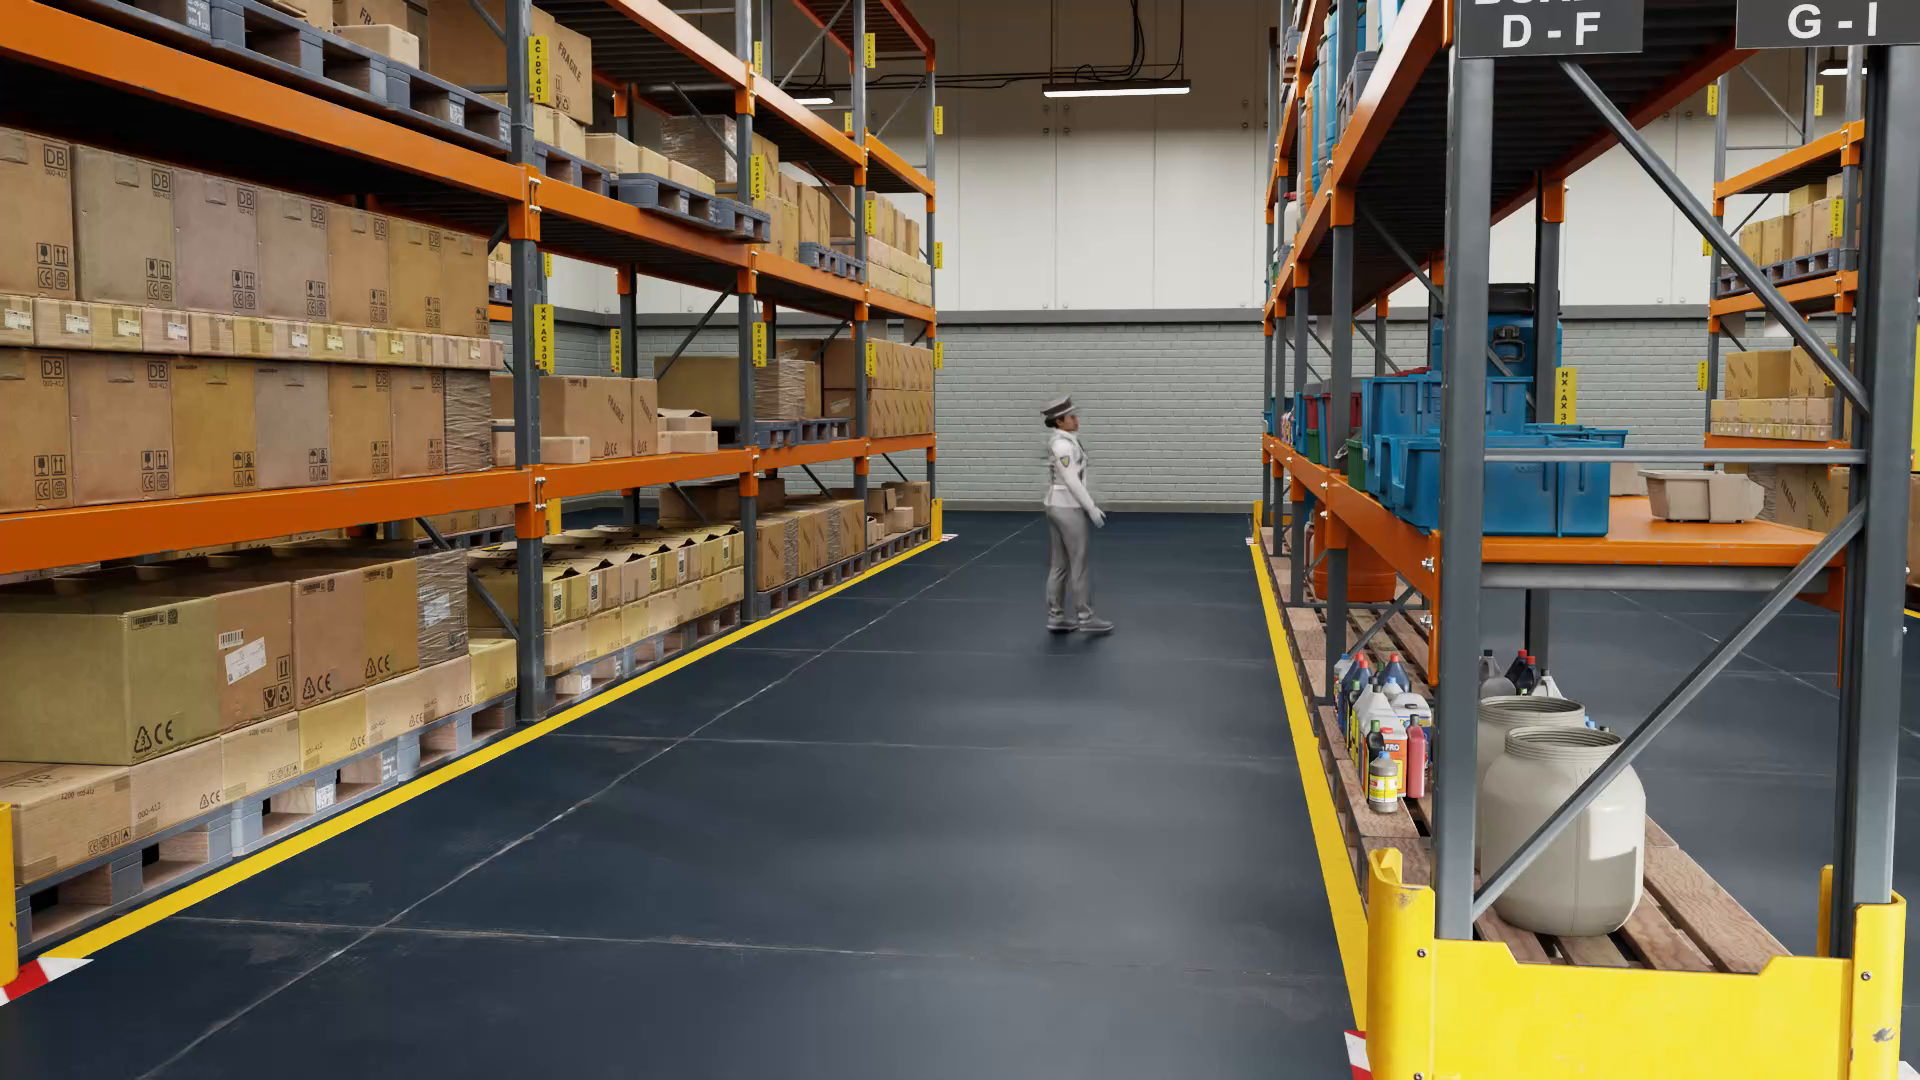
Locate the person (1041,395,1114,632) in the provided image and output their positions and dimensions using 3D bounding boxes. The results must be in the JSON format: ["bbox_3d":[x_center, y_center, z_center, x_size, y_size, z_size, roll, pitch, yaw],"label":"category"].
[{"bbox_3d":[0.826,-0.187,11.866,0.533,1.694,0.501,-1,5,-8],"label":"person"}]
